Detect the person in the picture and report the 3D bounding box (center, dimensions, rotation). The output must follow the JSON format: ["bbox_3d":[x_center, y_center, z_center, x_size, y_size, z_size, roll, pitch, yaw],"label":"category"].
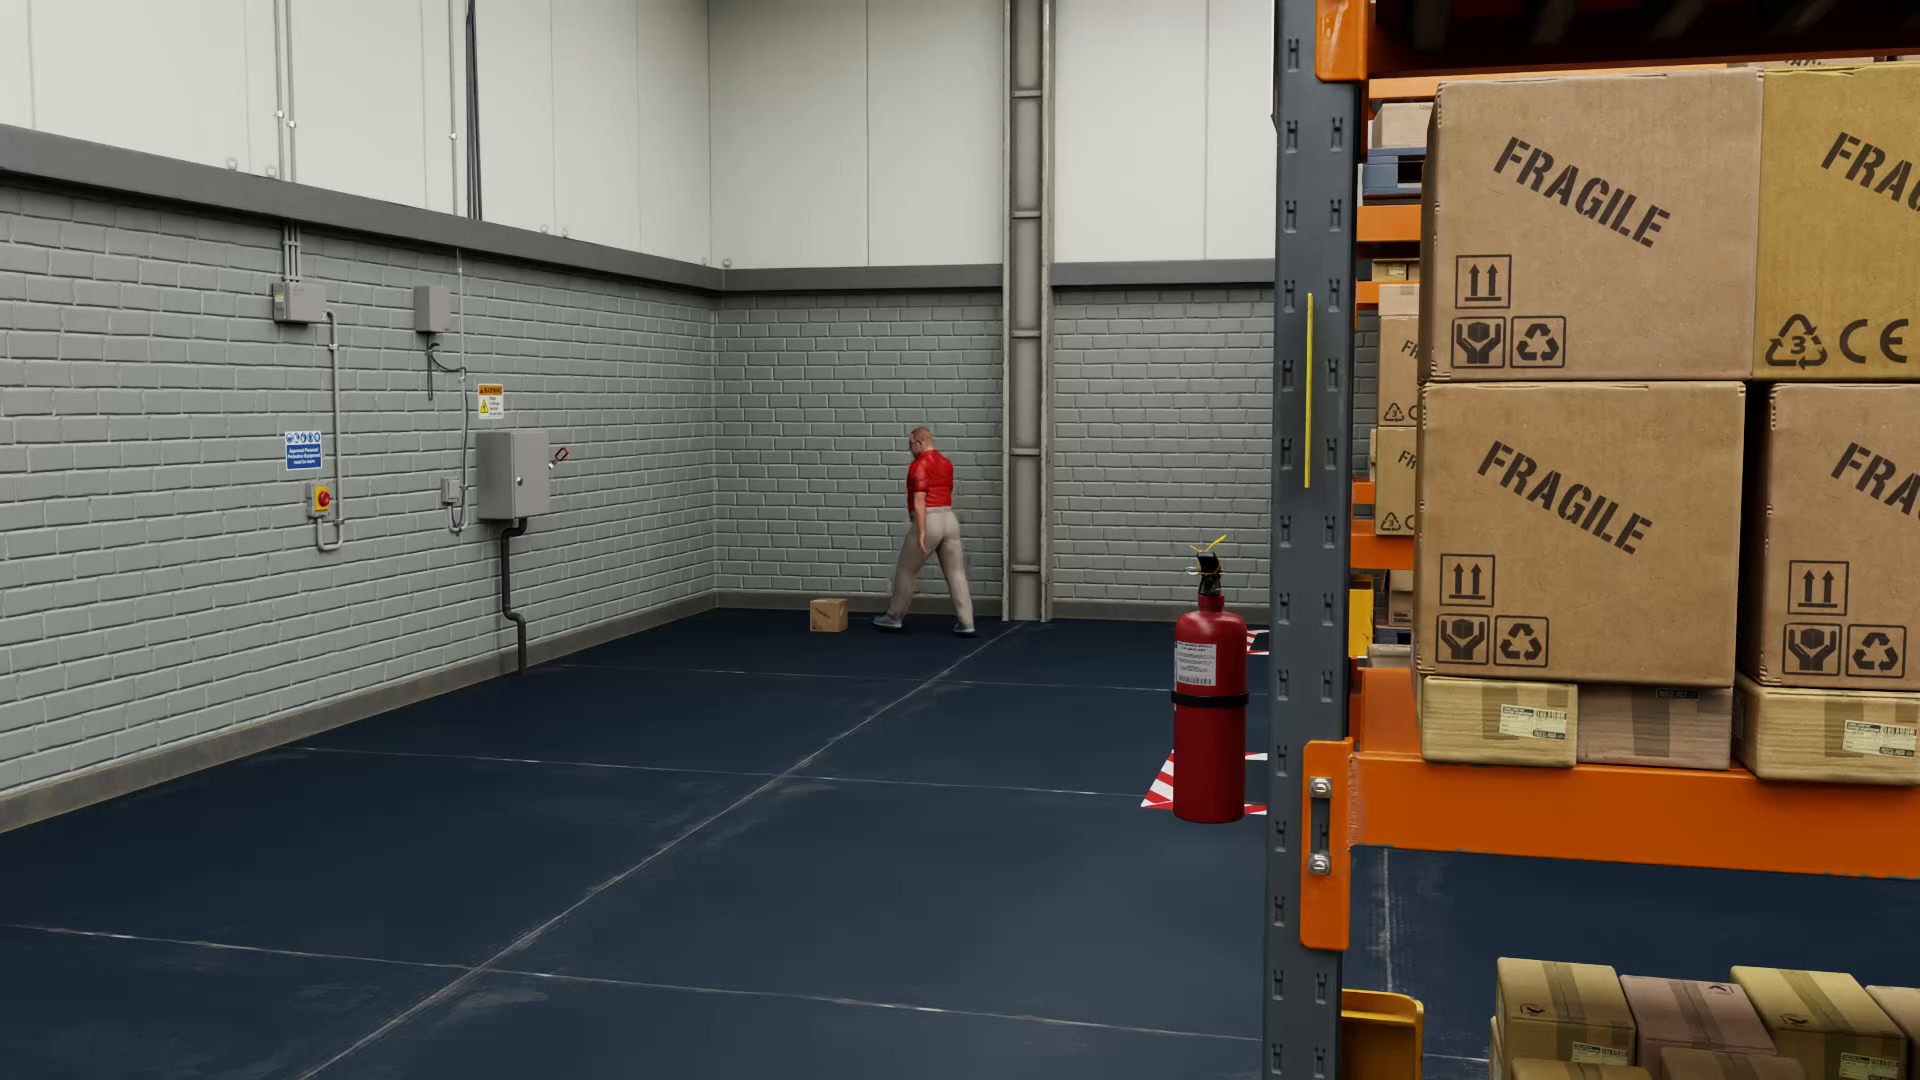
[{"bbox_3d":[-0.263,-0.088,13.664,0.547,1.678,0.930,-4,6,-40],"label":"person"}]
